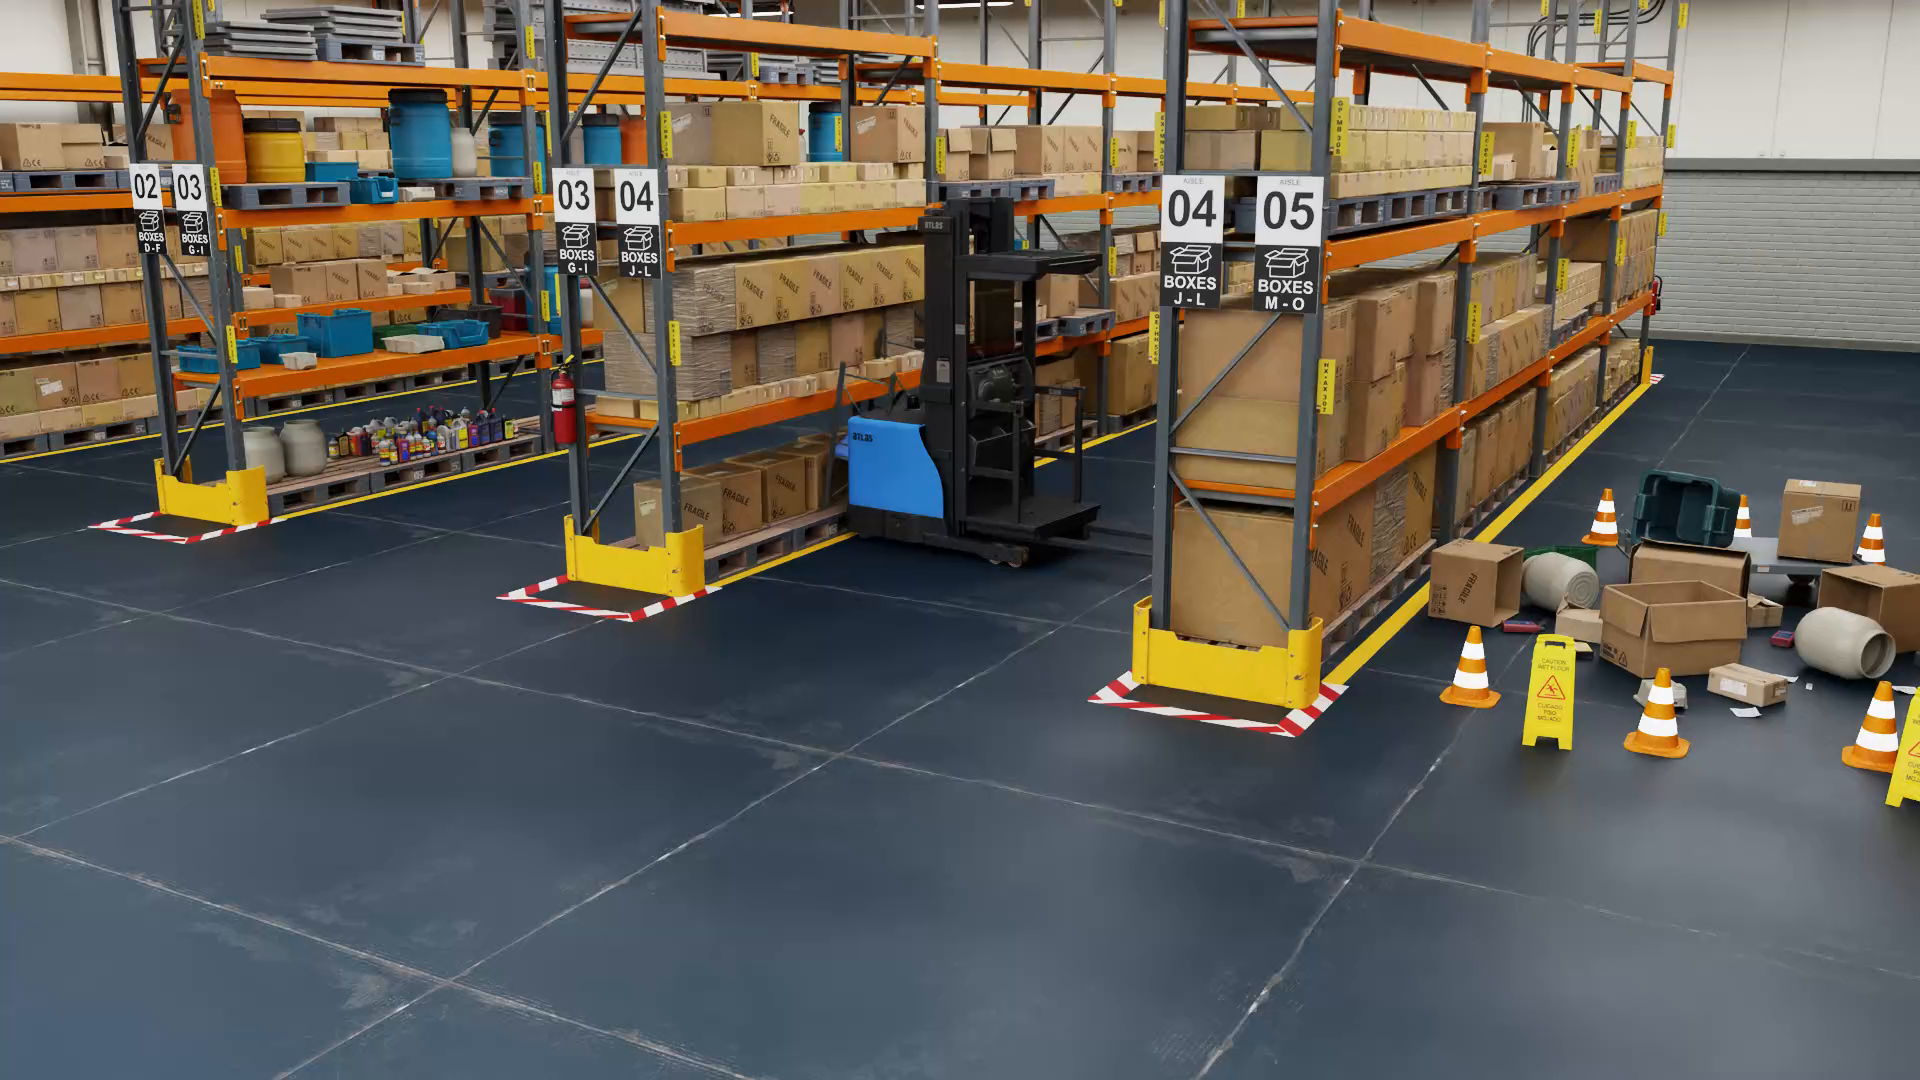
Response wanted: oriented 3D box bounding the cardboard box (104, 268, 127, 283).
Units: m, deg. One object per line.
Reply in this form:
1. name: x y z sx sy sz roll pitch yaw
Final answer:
1. cardboard box: -9.891 -3.069 19.266 0.380 0.149 0.250 8 16 30

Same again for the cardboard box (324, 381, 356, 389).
1. cardboard box: -8.424 -2.179 22.142 0.500 0.250 0.500 7 15 26

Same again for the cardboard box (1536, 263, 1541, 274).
1. cardboard box: 6.776 -3.265 20.049 0.380 0.149 0.250 8 16 30

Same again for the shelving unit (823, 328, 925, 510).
1. shelving unit: -0.750 -0.997 14.959 0.538 1.500 1.048 15 26 11

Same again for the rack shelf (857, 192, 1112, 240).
1. rack shelf: 0.305 -3.441 17.542 1.077 0.370 4.000 7 15 28

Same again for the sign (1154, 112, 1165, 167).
1. sign: 1.229 -2.433 10.107 0.100 0.325 0.005 7 15 28

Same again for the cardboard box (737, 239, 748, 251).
1. cardboard box: -4.003 -5.225 29.592 0.500 0.500 0.500 8 15 28

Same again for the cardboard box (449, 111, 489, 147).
1. cardboard box: -7.182 -5.948 24.057 0.500 0.500 0.500 7 15 28

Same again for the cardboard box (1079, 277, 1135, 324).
1. cardboard box: 1.745 -2.860 19.785 0.500 0.500 0.500 8 16 30

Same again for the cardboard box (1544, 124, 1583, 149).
1. cardboard box: 6.339 -4.254 17.530 0.396 0.266 0.258 7 15 28

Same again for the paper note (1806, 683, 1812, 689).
1. paper note: 5.430 0.935 10.632 0.032 0.001 0.123 7 15 28

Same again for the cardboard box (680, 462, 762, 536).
1. cardboard box: -2.020 -0.343 13.995 0.500 0.500 0.500 13 19 43

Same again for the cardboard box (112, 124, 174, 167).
1. cardboard box: -9.807 -4.751 20.032 0.500 0.500 0.500 9 16 33

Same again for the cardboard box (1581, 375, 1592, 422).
1. cardboard box: 7.113 -1.684 19.557 0.500 0.500 0.500 7 15 27

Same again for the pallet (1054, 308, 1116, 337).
1. pallet: 1.020 -2.491 18.877 1.213 0.211 1.003 7 15 28

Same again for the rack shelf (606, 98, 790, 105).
1. rack shelf: -4.498 -7.662 28.657 1.077 0.370 4.000 7 15 28

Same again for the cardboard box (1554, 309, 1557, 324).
1. cardboard box: 6.087 -2.366 17.588 0.380 0.149 0.250 8 16 31

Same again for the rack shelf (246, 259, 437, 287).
1. rack shelf: -10.770 -4.487 28.281 1.077 0.370 4.000 7 15 28

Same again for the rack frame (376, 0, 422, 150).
1. rack frame: -9.803 -8.164 29.195 1.000 3.000 0.127 7 15 28

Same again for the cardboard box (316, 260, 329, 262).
1. cardboard box: -10.777 -4.623 27.801 0.380 0.149 0.250 8 16 29

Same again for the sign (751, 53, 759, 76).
1. sign: -2.579 -6.003 20.921 0.100 0.325 0.005 7 15 28

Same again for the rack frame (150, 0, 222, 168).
1. rack frame: -9.332 -5.962 20.062 1.000 3.000 0.127 7 15 28

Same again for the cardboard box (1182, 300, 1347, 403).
1. cardboard box: 1.910 -1.189 10.439 0.875 0.550 0.550 7 15 28

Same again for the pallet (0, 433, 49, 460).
1. pallet: -10.933 -1.031 18.359 1.003 0.211 1.213 7 15 28

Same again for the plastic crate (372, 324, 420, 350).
1. plastic crate: -5.901 -2.134 17.437 0.450 0.188 0.662 7 15 28

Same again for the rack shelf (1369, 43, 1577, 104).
1. rack shelf: 4.598 -4.122 14.820 1.077 0.370 4.000 7 15 28

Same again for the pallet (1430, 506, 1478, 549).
1. pallet: 3.938 -0.151 14.709 1.003 0.211 1.213 7 15 28

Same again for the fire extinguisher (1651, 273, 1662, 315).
1. fire extinguisher: 9.958 -3.582 23.952 0.296 0.674 0.183 7 15 28

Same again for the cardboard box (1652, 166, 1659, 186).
1. cardboard box: 9.203 -4.958 22.619 0.500 0.250 0.500 7 15 28

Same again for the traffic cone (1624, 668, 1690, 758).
1. traffic cone: 4.022 0.964 9.547 0.336 0.463 0.334 7 15 28

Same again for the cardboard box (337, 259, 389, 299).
1. cardboard box: -8.195 -3.569 22.722 0.500 0.500 0.500 6 15 25

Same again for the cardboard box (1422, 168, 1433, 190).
1. cardboard box: 3.120 -2.556 11.762 0.380 0.149 0.250 7 15 28

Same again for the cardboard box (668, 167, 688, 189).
1. cardboard box: -2.260 -2.711 12.448 0.380 0.149 0.250 7 15 28

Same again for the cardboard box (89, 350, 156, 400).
1. cardboard box: -9.855 -1.953 19.606 0.500 0.500 0.500 7 15 28

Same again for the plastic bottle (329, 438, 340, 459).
1. plastic bottle: -6.428 -0.943 17.076 0.097 0.201 0.097 0 14 0

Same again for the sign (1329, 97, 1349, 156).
1. sign: 2.180 -2.376 9.557 0.100 0.325 0.005 7 15 28

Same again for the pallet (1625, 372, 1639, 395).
1. pallet: 8.972 -2.268 23.489 1.003 0.211 1.213 7 15 28

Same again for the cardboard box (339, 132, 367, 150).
1. cardboard box: -10.537 -6.678 28.282 0.700 0.500 0.500 7 15 27

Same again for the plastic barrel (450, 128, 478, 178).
1. plastic barrel: -5.378 -4.134 17.746 0.421 0.512 0.421 0 14 0

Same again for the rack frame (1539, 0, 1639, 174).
1. rack frame: 7.498 -5.897 19.795 1.000 3.000 0.127 7 15 28

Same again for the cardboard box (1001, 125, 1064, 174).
1. cardboard box: 0.769 -4.160 17.710 0.500 0.500 0.500 8 16 29

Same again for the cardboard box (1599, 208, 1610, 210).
1. cardboard box: 8.983 -4.419 23.481 0.500 0.500 0.500 7 15 28

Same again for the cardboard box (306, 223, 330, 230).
1. cardboard box: -10.794 -5.271 27.508 0.500 0.250 0.500 7 15 28

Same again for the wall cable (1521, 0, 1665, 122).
1. wall cable: 10.890 -9.634 28.431 2.277 5.999 0.120 7 15 28

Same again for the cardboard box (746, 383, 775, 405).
1. cardboard box: -1.748 -1.214 13.704 0.380 0.149 0.250 7 15 28

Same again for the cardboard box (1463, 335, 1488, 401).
1. cardboard box: 4.121 -1.466 13.999 0.500 0.500 0.500 8 15 29

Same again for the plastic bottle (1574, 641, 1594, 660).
1. plastic bottle: 4.213 0.744 11.316 0.133 0.061 0.283 2 14 9

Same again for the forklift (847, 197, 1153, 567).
1. forklift: 0.517 -1.343 13.849 3.031 2.935 1.130 9 16 33

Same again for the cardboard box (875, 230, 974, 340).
1. cardboard box: -0.156 -2.565 16.598 1.000 1.000 1.000 7 15 28

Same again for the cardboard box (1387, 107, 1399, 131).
1. cardboard box: 2.629 -2.736 10.809 0.380 0.149 0.250 7 15 27

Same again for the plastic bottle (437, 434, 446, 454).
1. plastic bottle: -5.421 -1.006 17.339 0.097 0.201 0.097 0 14 0

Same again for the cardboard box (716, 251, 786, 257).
1. cardboard box: -1.817 -2.229 14.397 0.500 0.500 0.500 7 15 28

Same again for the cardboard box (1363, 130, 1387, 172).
1. cardboard box: 2.400 -2.476 10.579 0.500 0.250 0.500 7 15 27
